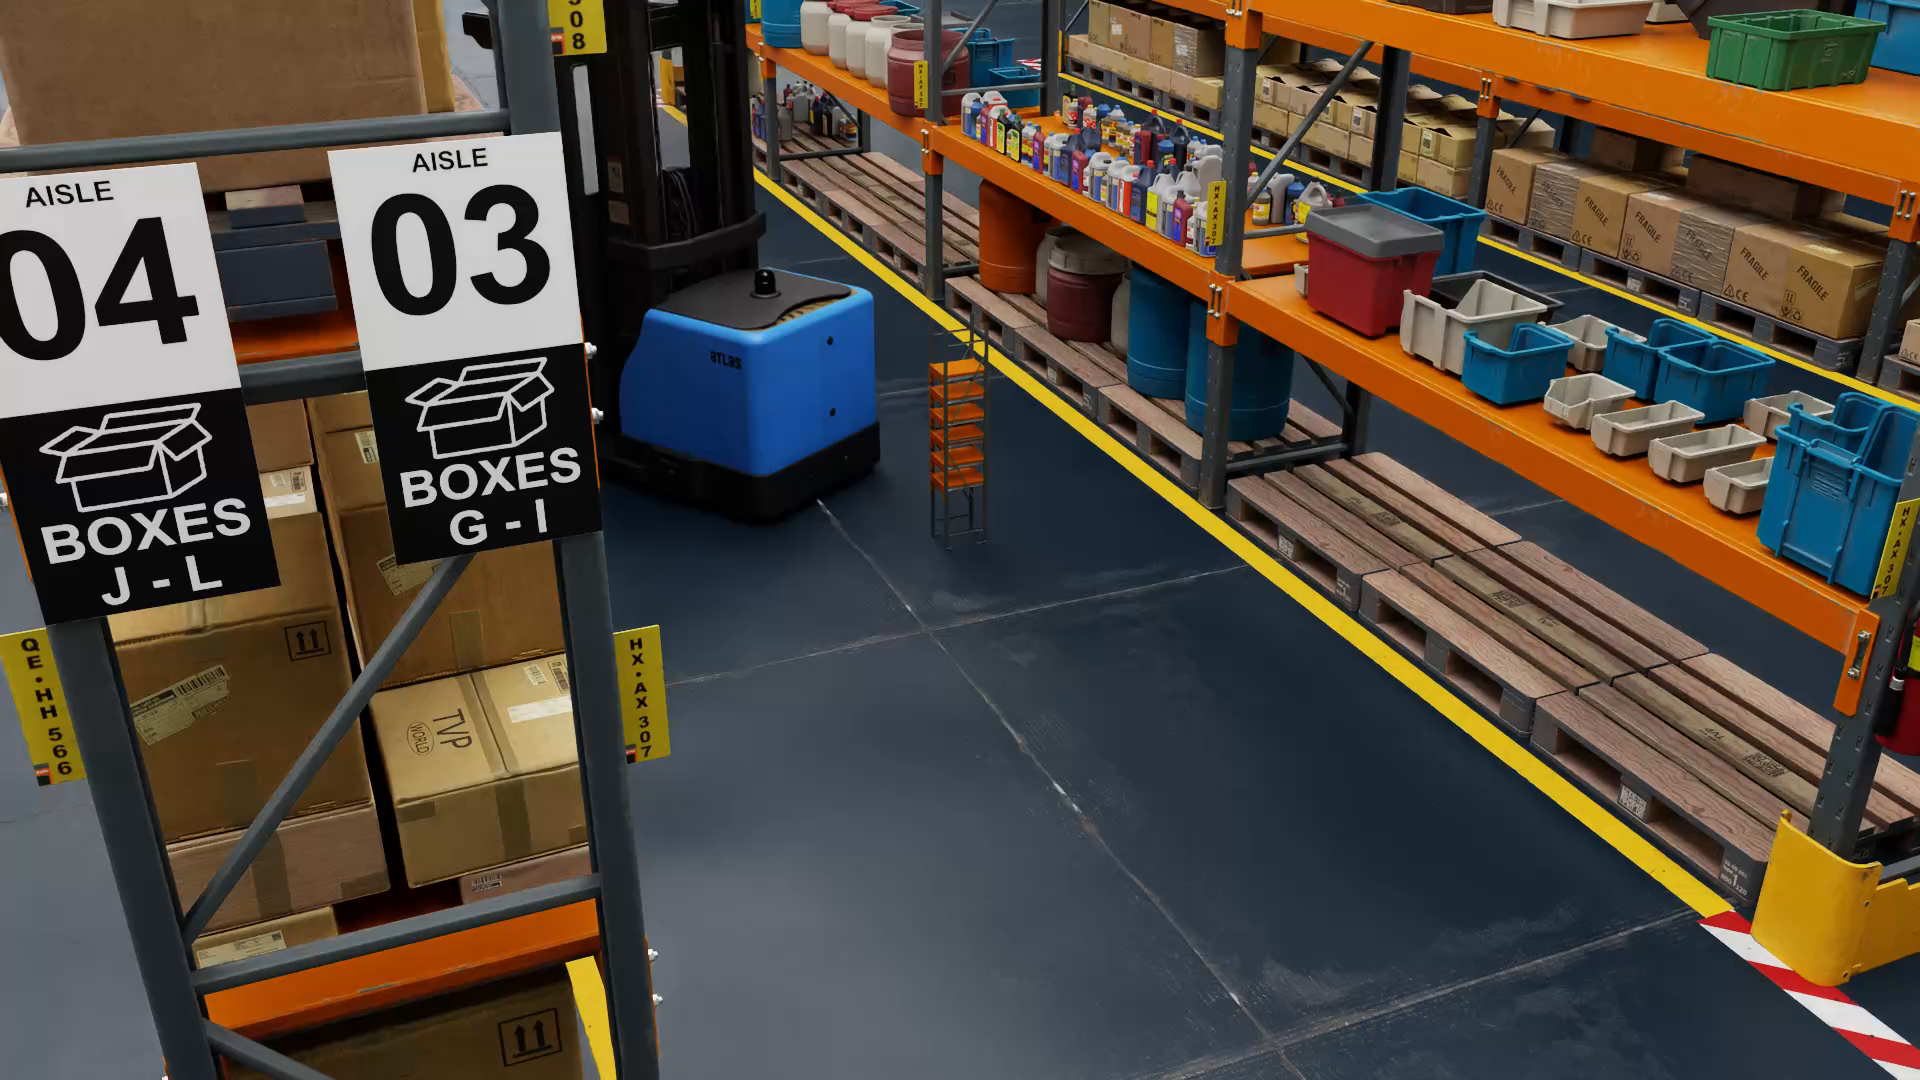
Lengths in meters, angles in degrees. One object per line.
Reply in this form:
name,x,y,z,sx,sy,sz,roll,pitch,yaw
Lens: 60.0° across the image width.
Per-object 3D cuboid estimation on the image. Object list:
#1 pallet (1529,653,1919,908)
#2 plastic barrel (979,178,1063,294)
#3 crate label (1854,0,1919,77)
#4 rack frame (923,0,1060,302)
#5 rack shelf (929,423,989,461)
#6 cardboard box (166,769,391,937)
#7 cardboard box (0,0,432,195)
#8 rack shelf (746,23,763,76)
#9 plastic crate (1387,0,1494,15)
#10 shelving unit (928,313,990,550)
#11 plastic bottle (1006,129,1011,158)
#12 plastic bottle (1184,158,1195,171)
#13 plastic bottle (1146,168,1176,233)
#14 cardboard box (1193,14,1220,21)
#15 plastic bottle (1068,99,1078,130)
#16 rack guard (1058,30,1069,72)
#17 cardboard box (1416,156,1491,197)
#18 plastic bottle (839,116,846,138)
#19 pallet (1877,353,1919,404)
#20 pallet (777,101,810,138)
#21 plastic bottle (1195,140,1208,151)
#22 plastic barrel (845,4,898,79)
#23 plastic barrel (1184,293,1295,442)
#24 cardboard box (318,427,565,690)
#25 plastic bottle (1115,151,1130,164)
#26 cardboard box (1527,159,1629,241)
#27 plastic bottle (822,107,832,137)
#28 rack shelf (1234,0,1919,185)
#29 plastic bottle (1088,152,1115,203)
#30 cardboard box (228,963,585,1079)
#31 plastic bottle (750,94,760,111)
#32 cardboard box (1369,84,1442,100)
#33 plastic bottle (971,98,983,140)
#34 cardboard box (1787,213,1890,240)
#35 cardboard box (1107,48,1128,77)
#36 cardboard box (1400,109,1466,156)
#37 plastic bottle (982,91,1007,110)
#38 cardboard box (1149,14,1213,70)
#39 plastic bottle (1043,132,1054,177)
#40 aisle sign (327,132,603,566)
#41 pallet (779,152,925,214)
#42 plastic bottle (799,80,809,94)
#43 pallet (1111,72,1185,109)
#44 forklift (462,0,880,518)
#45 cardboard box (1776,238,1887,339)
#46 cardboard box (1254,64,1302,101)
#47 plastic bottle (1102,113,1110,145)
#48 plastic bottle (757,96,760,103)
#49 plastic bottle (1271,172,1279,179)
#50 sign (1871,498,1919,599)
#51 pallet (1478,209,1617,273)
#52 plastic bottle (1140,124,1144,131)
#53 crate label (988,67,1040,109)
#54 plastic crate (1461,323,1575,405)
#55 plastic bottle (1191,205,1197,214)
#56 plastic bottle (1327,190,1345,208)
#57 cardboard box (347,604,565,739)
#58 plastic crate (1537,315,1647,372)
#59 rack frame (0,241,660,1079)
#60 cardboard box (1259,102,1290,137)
pallet,3.074,0.914,6.636,1.003,0.211,1.213,-11,28,-21
plastic barrel,0.436,-2.248,11.929,0.600,0.830,0.708,-11,28,-21
crate label,3.298,-1.708,5.580,0.408,0.251,0.502,-11,28,-21
rack frame,0.229,-3.229,11.944,1.000,3.000,0.127,-11,28,-21
rack shelf,-0.006,-0.505,8.518,0.258,0.103,0.180,-11,28,-21
cardboard box,-1.630,0.636,3.861,0.500,0.250,0.500,-11,28,-21
cardboard box,-1.449,-0.975,3.203,0.700,0.500,0.500,-12,29,-24
rack shelf,-2.121,-5.328,17.063,1.077,0.370,4.000,-11,28,-21
plastic crate,2.029,-2.354,6.883,0.497,0.269,0.590,-11,28,-21
shelving unit,-0.006,-0.545,8.499,0.258,1.200,0.189,-11,28,-21
plastic bottle,0.354,-2.617,10.917,0.097,0.201,0.097,0,26,0
plastic bottle,1.404,-2.215,10.095,0.097,0.201,0.097,0,26,0
plastic bottle,1.134,-1.906,9.292,0.144,0.351,0.185,-11,28,-21
cardboard box,2.936,-5.628,18.658,0.500,0.500,0.500,-11,28,-21
plastic bottle,0.808,-3.000,11.701,0.097,0.201,0.097,0,26,0
rack guard,1.646,-6.194,20.867,1.175,0.500,0.348,-11,28,-21
cardboard box,4.357,-3.202,14.544,0.500,0.250,0.500,-10,28,-19
plastic bottle,-1.139,-4.070,16.354,0.097,0.201,0.097,0,26,0
pallet,6.622,-0.933,10.420,1.003,0.211,1.213,-11,28,-21
pallet,-2.044,-4.362,17.443,1.003,0.211,1.213,-11,28,-21
plastic bottle,1.491,-2.327,10.244,0.097,0.271,0.097,0,26,0
plastic barrel,-0.708,-4.010,13.389,0.433,0.535,0.433,0,26,0
plastic barrel,1.598,-1.082,9.460,0.600,0.901,0.708,-11,28,-21
cardboard box,-1.331,0.007,4.294,0.500,0.500,0.500,-11,28,-22
plastic bottle,0.967,-2.187,9.958,0.097,0.271,0.097,0,26,0
cardboard box,4.913,-2.709,13.228,0.500,0.500,0.500,-12,28,-22
plastic bottle,-1.309,-4.132,16.388,0.061,0.283,0.133,-11,28,-21
rack shelf,2.578,-1.831,6.482,1.077,0.370,4.000,-11,28,-21
plastic bottle,0.859,-2.161,9.898,0.152,0.276,0.135,-11,28,-21
cardboard box,-1.520,1.373,4.461,0.875,0.875,0.875,-11,28,-21
plastic bottle,-2.057,-4.269,16.593,0.144,0.351,0.185,-11,28,-21
cardboard box,4.240,-4.170,15.887,0.500,0.311,0.500,-11,28,-21
plastic bottle,0.121,-2.889,11.395,0.097,0.271,0.097,0,26,0
cardboard box,6.170,-1.988,11.751,0.500,0.500,0.500,-10,28,-20
cardboard box,2.055,-5.603,19.462,0.500,0.250,0.500,-11,28,-21
cardboard box,4.147,-3.661,14.846,0.500,0.311,0.500,-11,28,-21
plastic bottle,0.241,-2.969,11.553,0.152,0.276,0.135,-11,28,-21
cardboard box,2.454,-5.538,18.474,0.500,0.500,0.500,-11,28,-21
plastic bottle,0.573,-2.423,10.440,0.097,0.271,0.097,0,26,0
aisle sign,-0.891,-0.339,3.062,0.394,0.787,0.004,-11,28,-21
pallet,-0.994,-3.280,15.227,1.003,0.211,1.213,-11,28,-21
plastic bottle,-1.585,-4.571,17.211,0.144,0.351,0.185,-9,28,-18
pallet,2.467,-5.261,19.285,1.003,0.211,1.213,-11,28,-21
forklift,-1.954,-1.926,9.355,3.031,2.935,1.130,17,31,31
cardboard box,5.897,-1.688,11.136,0.500,0.500,0.500,-11,28,-21
cardboard box,3.154,-4.688,16.950,0.500,0.311,0.500,-10,28,-20
plastic bottle,1.013,-2.789,11.269,0.097,0.201,0.097,0,26,0
plastic bottle,-2.019,-4.324,16.781,0.061,0.283,0.133,-11,28,-21
plastic bottle,1.801,-2.008,9.589,0.097,0.271,0.097,0,26,0
sign,2.862,0.029,5.086,0.100,0.325,0.005,-11,28,-21
pallet,5.046,-2.517,13.665,1.003,0.211,1.213,-11,28,-21
plastic bottle,1.227,-2.625,10.840,0.061,0.283,0.133,-11,28,-21
crate label,0.409,-3.388,12.461,0.303,0.233,0.416,-11,28,-21
plastic crate,2.322,-0.736,6.960,0.416,0.233,0.300,-11,28,-21
plastic bottle,1.277,-1.734,9.110,0.097,0.201,0.097,0,26,0
plastic bottle,2.044,-1.783,9.115,0.061,0.283,0.133,-11,28,-21
cardboard box,-1.345,0.337,4.473,0.500,0.250,0.500,-11,28,-21
plastic crate,2.754,-0.871,7.347,0.293,0.136,0.466,-11,28,-21
rack frame,-1.196,0.852,3.586,1.000,3.000,0.127,-11,28,-21
cardboard box,3.350,-4.234,16.658,0.500,0.250,0.500,-10,28,-19
